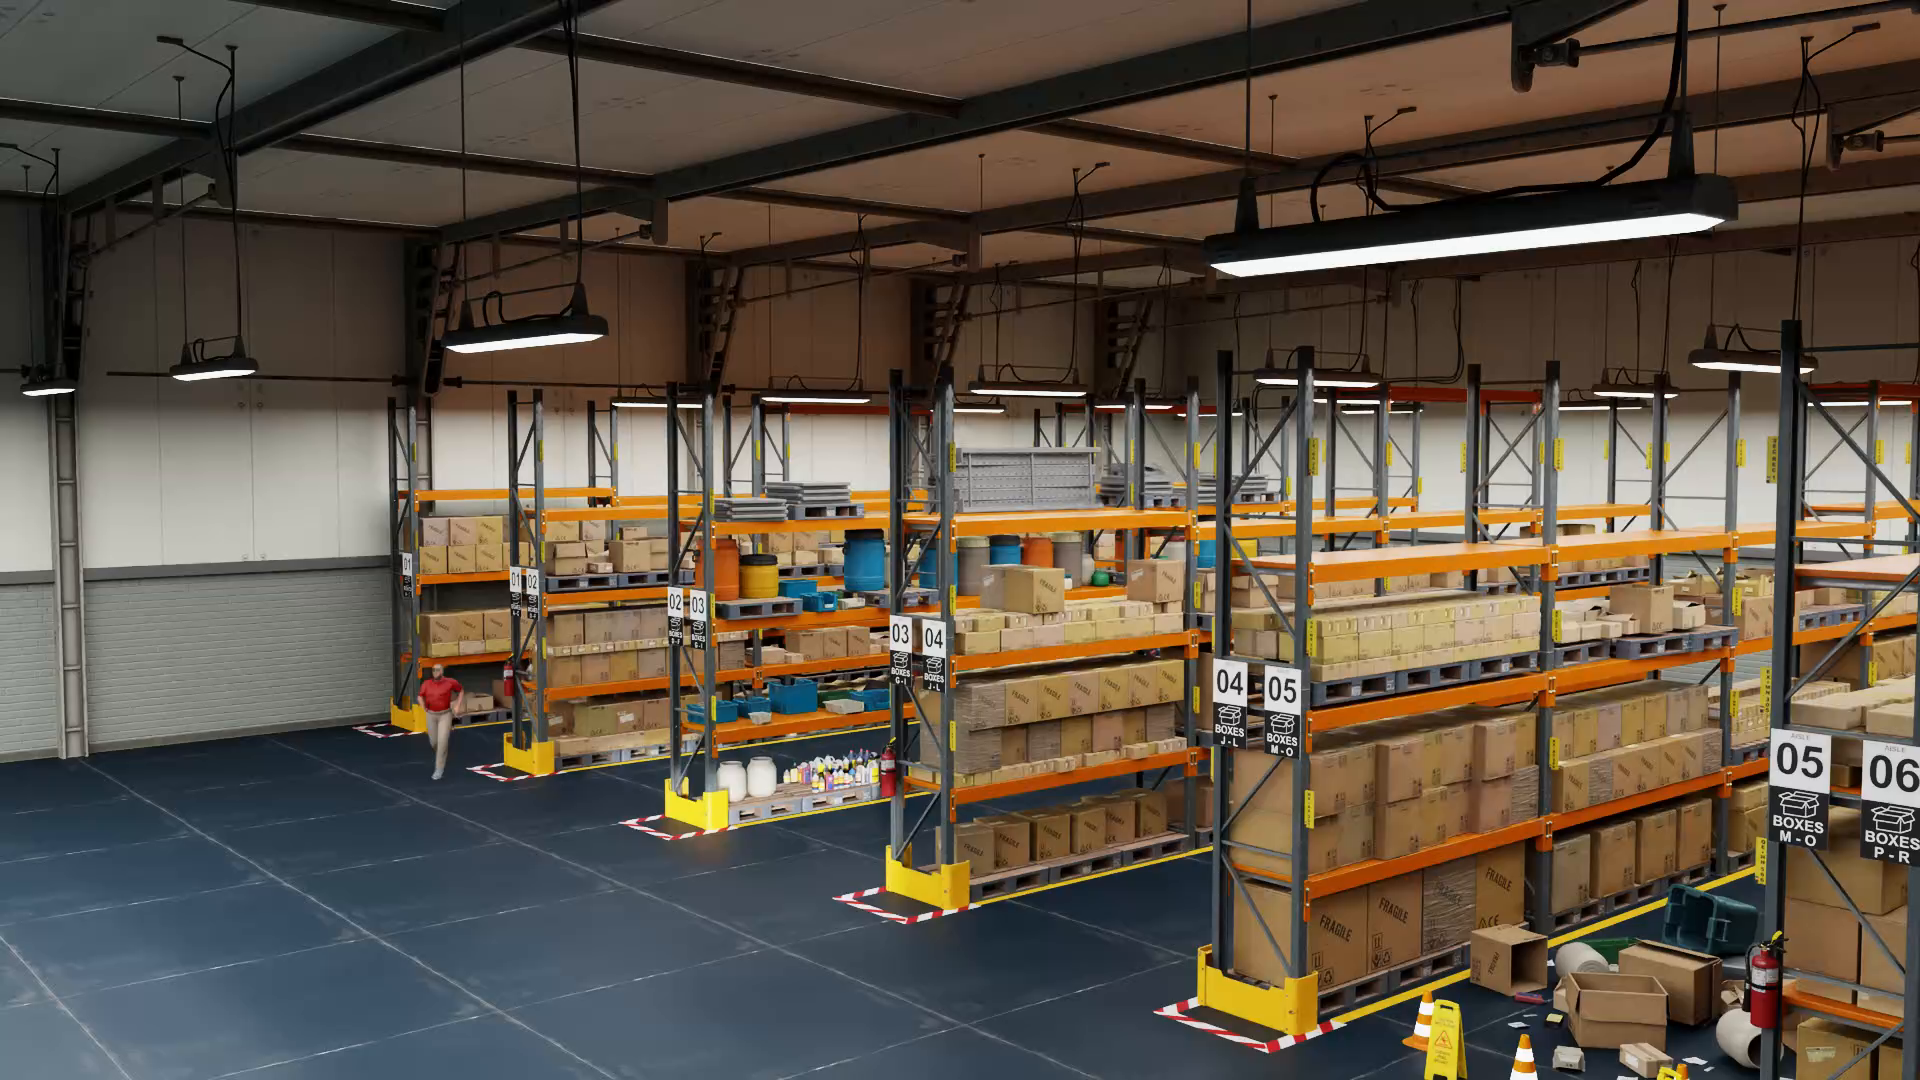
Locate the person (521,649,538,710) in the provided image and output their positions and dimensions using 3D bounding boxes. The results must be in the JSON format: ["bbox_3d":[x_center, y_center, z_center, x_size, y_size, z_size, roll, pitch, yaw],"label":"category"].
[{"bbox_3d":[-7.136,2.673,28.531,0.566,1.657,0.894,3,4,37],"label":"person"}]

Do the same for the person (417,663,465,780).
[{"bbox_3d":[-8.113,2.785,25.944,0.678,1.748,0.961,0,3,0],"label":"person"}]
